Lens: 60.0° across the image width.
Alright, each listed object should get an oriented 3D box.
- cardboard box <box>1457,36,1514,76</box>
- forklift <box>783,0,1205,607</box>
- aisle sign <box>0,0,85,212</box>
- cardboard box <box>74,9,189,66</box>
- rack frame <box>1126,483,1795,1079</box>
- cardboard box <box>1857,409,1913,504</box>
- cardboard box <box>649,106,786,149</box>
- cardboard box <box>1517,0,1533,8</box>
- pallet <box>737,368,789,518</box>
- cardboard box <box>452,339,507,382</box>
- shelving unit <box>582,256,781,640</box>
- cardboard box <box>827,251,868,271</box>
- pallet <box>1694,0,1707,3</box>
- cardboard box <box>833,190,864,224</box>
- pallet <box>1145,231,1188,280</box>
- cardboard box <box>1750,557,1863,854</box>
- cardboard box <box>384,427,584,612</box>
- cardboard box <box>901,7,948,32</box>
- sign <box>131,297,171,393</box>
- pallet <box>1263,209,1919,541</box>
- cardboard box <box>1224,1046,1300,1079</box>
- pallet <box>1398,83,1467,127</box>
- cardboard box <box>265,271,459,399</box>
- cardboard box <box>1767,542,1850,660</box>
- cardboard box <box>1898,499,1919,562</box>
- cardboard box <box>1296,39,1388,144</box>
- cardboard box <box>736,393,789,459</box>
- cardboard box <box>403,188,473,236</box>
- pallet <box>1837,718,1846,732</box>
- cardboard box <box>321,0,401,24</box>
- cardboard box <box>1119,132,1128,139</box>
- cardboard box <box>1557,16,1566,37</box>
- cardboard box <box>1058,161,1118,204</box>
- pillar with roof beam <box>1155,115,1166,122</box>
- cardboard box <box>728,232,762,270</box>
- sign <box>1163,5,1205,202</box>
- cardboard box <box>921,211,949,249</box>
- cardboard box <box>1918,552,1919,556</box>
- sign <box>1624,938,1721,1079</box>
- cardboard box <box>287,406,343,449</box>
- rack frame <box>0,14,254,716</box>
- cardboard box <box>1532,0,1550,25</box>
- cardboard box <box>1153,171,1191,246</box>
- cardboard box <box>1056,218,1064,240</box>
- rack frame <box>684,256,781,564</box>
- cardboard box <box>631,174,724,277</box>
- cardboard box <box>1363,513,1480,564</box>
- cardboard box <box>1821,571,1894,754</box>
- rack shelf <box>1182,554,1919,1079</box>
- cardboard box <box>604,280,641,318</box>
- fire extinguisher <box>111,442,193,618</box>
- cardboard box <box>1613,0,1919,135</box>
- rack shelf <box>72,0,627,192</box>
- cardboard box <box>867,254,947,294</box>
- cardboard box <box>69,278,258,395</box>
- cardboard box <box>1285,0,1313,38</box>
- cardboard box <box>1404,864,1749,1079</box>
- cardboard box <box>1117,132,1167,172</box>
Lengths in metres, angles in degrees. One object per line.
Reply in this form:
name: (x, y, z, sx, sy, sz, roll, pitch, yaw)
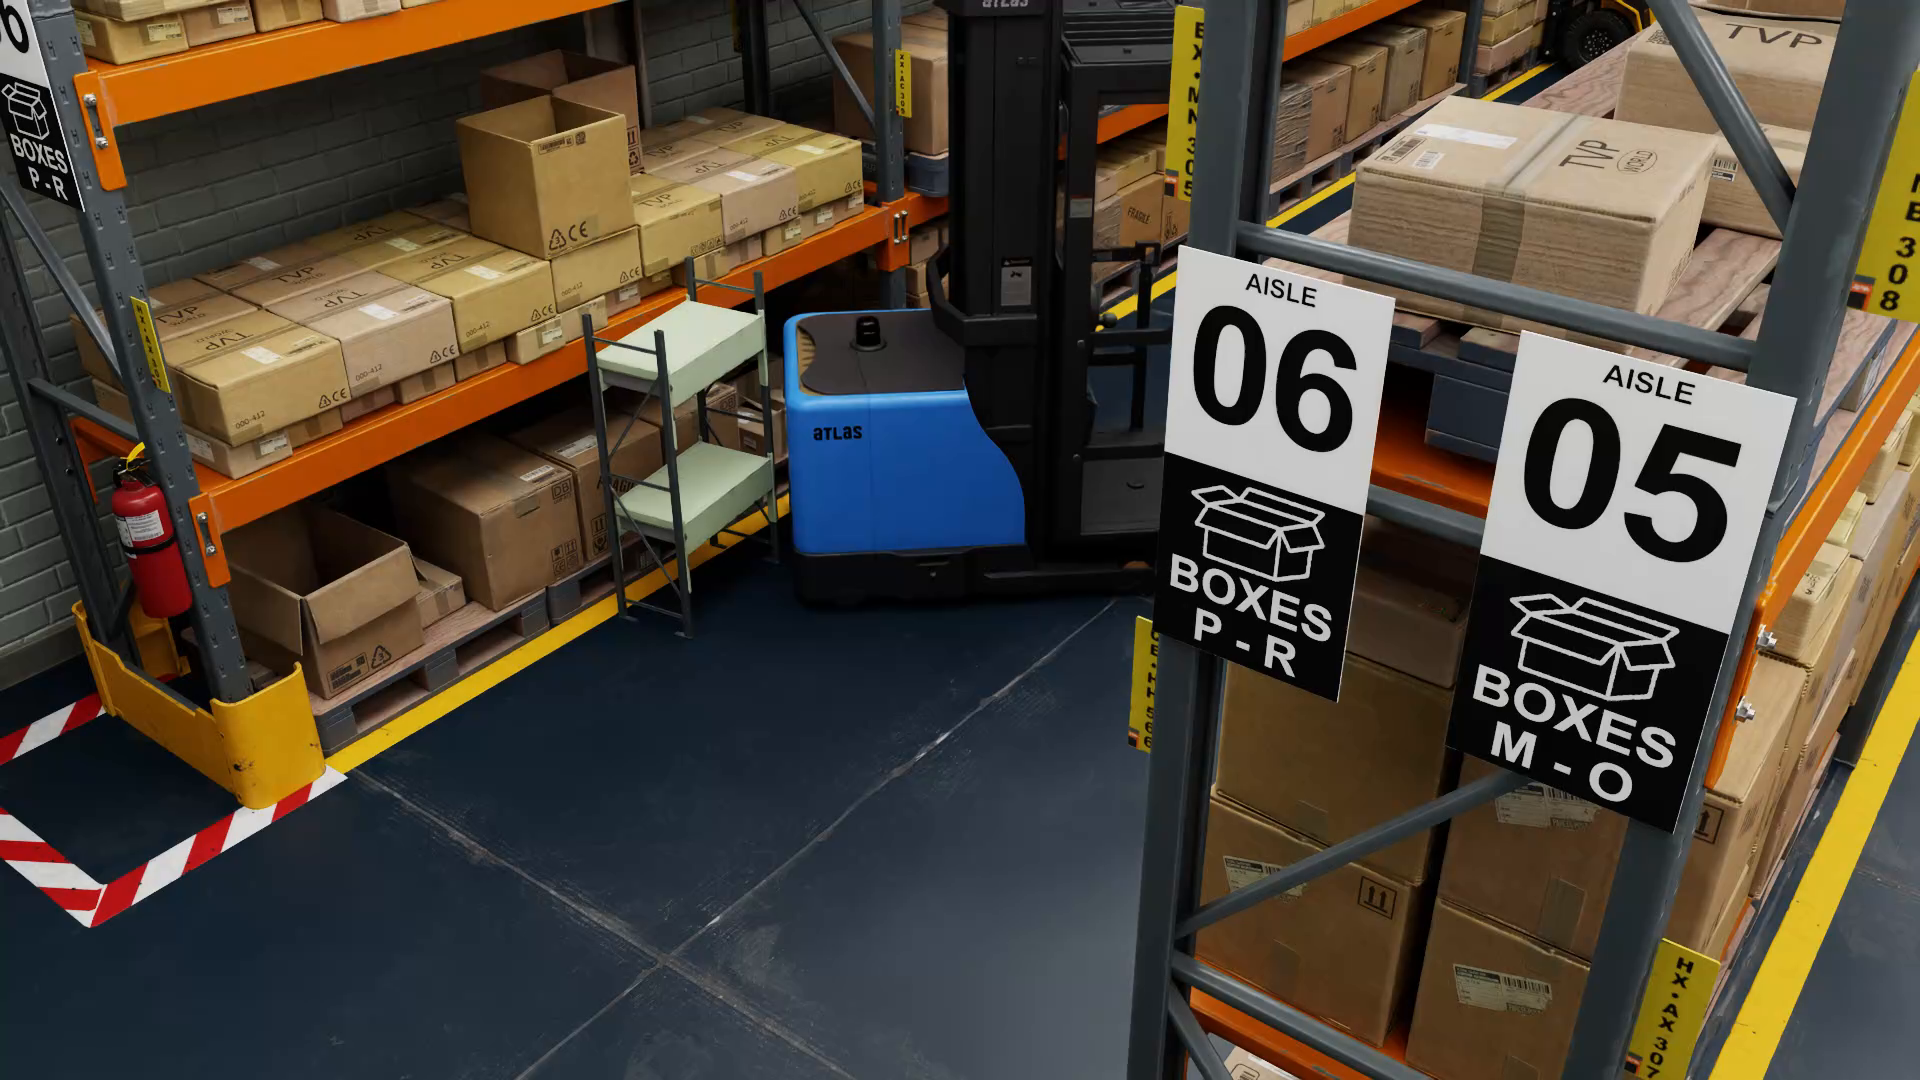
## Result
cardboard box: (4.662, -4.415, 15.042, 0.500, 0.250, 0.500, 22, 37, 32)
forklift: (0.693, -1.262, 7.505, 3.031, 2.935, 1.130, -3, 31, -5)
aisle sign: (-2.945, -1.445, 5.196, 0.394, 0.787, 0.004, 21, 37, 31)
cardboard box: (-2.760, -1.685, 5.455, 0.380, 0.149, 0.250, 22, 37, 32)
rack frame: (0.822, 1.081, 3.483, 1.000, 3.000, 0.127, 21, 37, 31)
cardboard box: (2.051, -0.253, 4.019, 0.380, 0.149, 0.250, 21, 37, 32)
cardboard box: (-1.238, -2.016, 8.565, 0.500, 0.250, 0.500, 21, 36, 31)
cardboard box: (4.965, -5.055, 15.142, 0.500, 0.250, 0.500, 21, 37, 31)
pallet: (-1.139, -0.592, 9.042, 1.003, 0.211, 1.213, 21, 37, 31)
cardboard box: (-2.116, -0.815, 6.929, 0.380, 0.149, 0.250, 22, 37, 32)
shelving unit: (-1.217, -0.412, 7.474, 0.431, 1.500, 0.755, 15, 34, 23)
cardboard box: (-0.731, -1.693, 9.569, 0.380, 0.149, 0.250, 20, 36, 29)
pallet: (2.734, -1.467, 4.929, 1.003, 0.211, 1.213, 21, 37, 31)
cardboard box: (-0.715, -1.755, 8.516, 0.380, 0.149, 0.250, 22, 37, 32)
pallet: (1.210, -2.205, 11.764, 1.003, 0.211, 1.213, 21, 37, 31)
cardboard box: (1.645, 0.289, 3.742, 0.500, 0.500, 0.500, 20, 36, 30)
cardboard box: (-2.146, -0.105, 7.525, 0.700, 0.500, 0.500, 23, 38, 33)
cardboard box: (0.060, -2.633, 9.240, 0.700, 0.500, 0.500, 22, 37, 32)
sign: (-2.705, -0.650, 5.556, 0.100, 0.325, 0.005, 21, 37, 31)
pallet: (1.261, -0.476, 3.255, 1.003, 0.211, 1.213, 21, 37, 31)
cardboard box: (1.140, 1.704, 4.534, 0.875, 0.438, 0.875, 20, 36, 30)
pallet: (3.692, -3.811, 14.474, 1.003, 0.211, 1.213, 21, 37, 31)
cardboard box: (-2.345, -0.815, 6.538, 0.500, 0.250, 0.500, 22, 37, 32)
cardboard box: (1.606, 0.071, 3.473, 0.380, 0.149, 0.250, 22, 37, 33)
cardboard box: (2.559, -0.327, 4.781, 0.500, 0.500, 0.500, 22, 37, 32)
cardboard box: (2.873, -3.647, 13.378, 0.875, 0.625, 0.625, 19, 36, 29)
cardboard box: (-1.041, -0.613, 8.612, 0.396, 0.266, 0.258, 23, 37, 33)
cardboard box: (-2.141, -1.398, 7.523, 0.500, 0.250, 0.500, 21, 37, 31)
pallet: (3.642, 0.318, 7.506, 1.003, 0.211, 1.213, 21, 37, 31)
cardboard box: (-2.222, -1.968, 5.933, 0.380, 0.149, 0.250, 22, 37, 32)
cardboard box: (0.946, -2.865, 11.546, 0.380, 0.149, 0.250, 22, 37, 33)
cardboard box: (5.576, -5.040, 16.097, 0.500, 0.250, 0.500, 22, 37, 33)
cardboard box: (0.772, -2.272, 10.545, 0.380, 0.149, 0.250, 19, 36, 29)
pillar with roof beam: (5.192, -5.760, 9.142, 9.100, 9.000, 0.400, 21, 37, 31)
cardboard box: (-1.172, -1.431, 7.969, 0.380, 0.149, 0.250, 22, 37, 33)
sign: (0.397, -0.729, 2.804, 0.100, 0.325, 0.005, 21, 37, 31)
cardboard box: (-0.176, -1.767, 9.402, 0.380, 0.149, 0.250, 19, 36, 29)
cardboard box: (3.160, -0.320, 5.750, 0.500, 0.500, 0.500, 21, 37, 32)
sign: (1.260, 0.848, 2.950, 0.100, 0.325, 0.005, 21, 37, 31)
cardboard box: (-2.604, -0.503, 6.404, 0.380, 0.149, 0.250, 22, 37, 32)
rack frame: (-3.138, -0.445, 6.058, 1.000, 3.000, 0.127, 21, 37, 31)
cardboard box: (5.259, -5.043, 15.612, 0.500, 0.250, 0.500, 21, 36, 31)
cardboard box: (1.297, -2.364, 11.336, 0.500, 0.500, 0.500, 21, 36, 31)
cardboard box: (0.366, -1.724, 10.257, 0.500, 0.500, 0.500, 20, 36, 30)
rack frame: (-1.051, -0.578, 7.754, 0.400, 1.500, 0.023, 15, 34, 23)
cardboard box: (-1.439, -1.445, 7.602, 0.500, 0.250, 0.500, 21, 36, 31)
cardboard box: (1.013, 0.011, 3.574, 0.380, 0.149, 0.250, 22, 37, 32)
cardboard box: (2.234, 0.308, 4.691, 0.500, 0.500, 0.500, 22, 37, 33)
rack shelf: (2.029, 0.578, 5.038, 1.077, 0.370, 4.000, 21, 37, 31)
cardboard box: (-1.660, -1.133, 7.467, 0.380, 0.149, 0.250, 21, 37, 31)
fire extinguisher: (-2.858, -0.049, 5.832, 0.296, 0.674, 0.183, 21, 37, 31)
cardboard box: (1.765, -0.987, 3.609, 0.500, 0.311, 0.500, 22, 37, 32)
rack shelf: (-1.931, -2.239, 6.849, 1.077, 0.370, 4.000, 21, 37, 31)
cardboard box: (-0.295, -1.519, 9.274, 0.380, 0.149, 0.250, 23, 38, 33)
cardboard box: (-3.072, -0.777, 6.474, 0.500, 0.250, 0.500, 22, 37, 33)
cardboard box: (2.154, -3.737, 11.761, 0.500, 0.250, 0.500, 21, 37, 31)
cardboard box: (1.340, 0.932, 3.638, 0.500, 0.500, 0.500, 21, 36, 31)
cardboard box: (1.261, -2.588, 11.079, 0.380, 0.149, 0.250, 20, 36, 30)
